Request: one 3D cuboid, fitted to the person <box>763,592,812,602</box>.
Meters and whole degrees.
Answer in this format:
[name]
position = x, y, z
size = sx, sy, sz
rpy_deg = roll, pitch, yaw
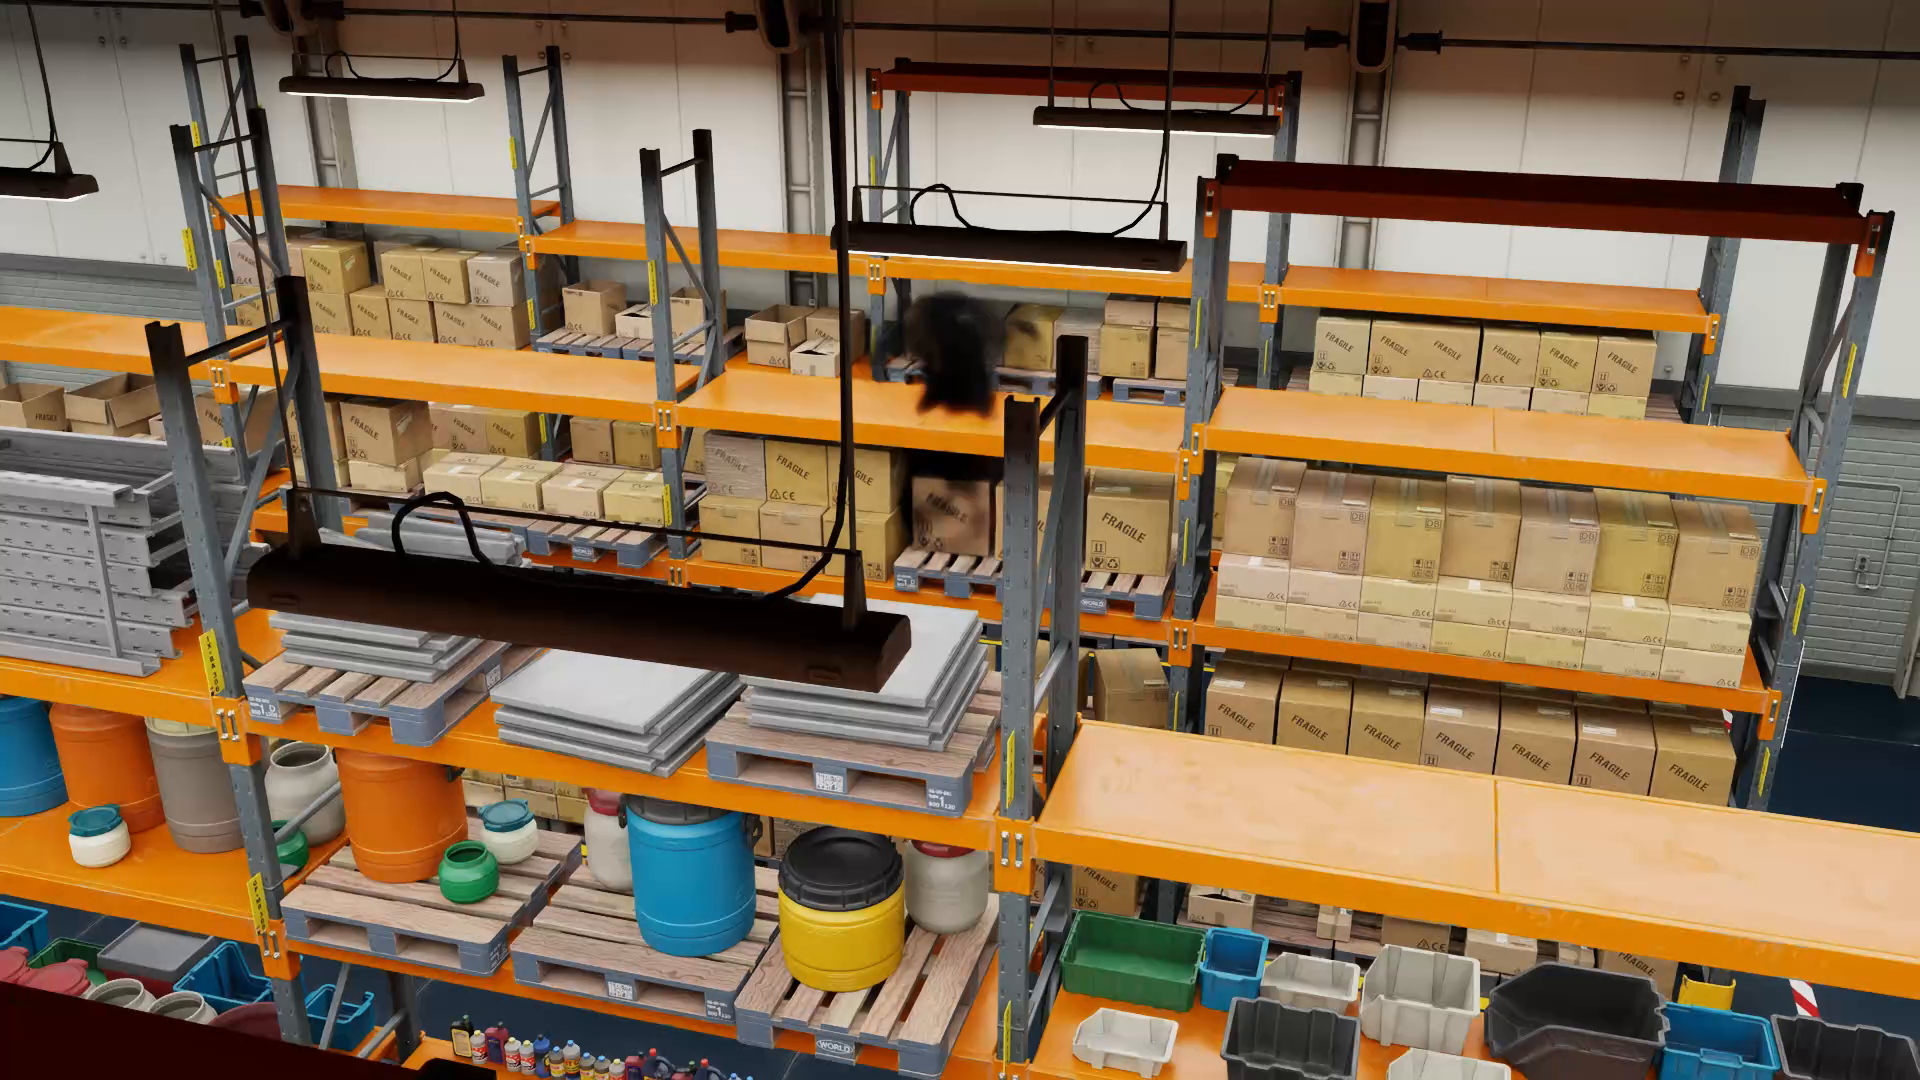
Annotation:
[person]
position = -1.469, 0.746, 16.704
size = 1.014, 1.750, 0.692
rpy_deg = -3, 23, -7
